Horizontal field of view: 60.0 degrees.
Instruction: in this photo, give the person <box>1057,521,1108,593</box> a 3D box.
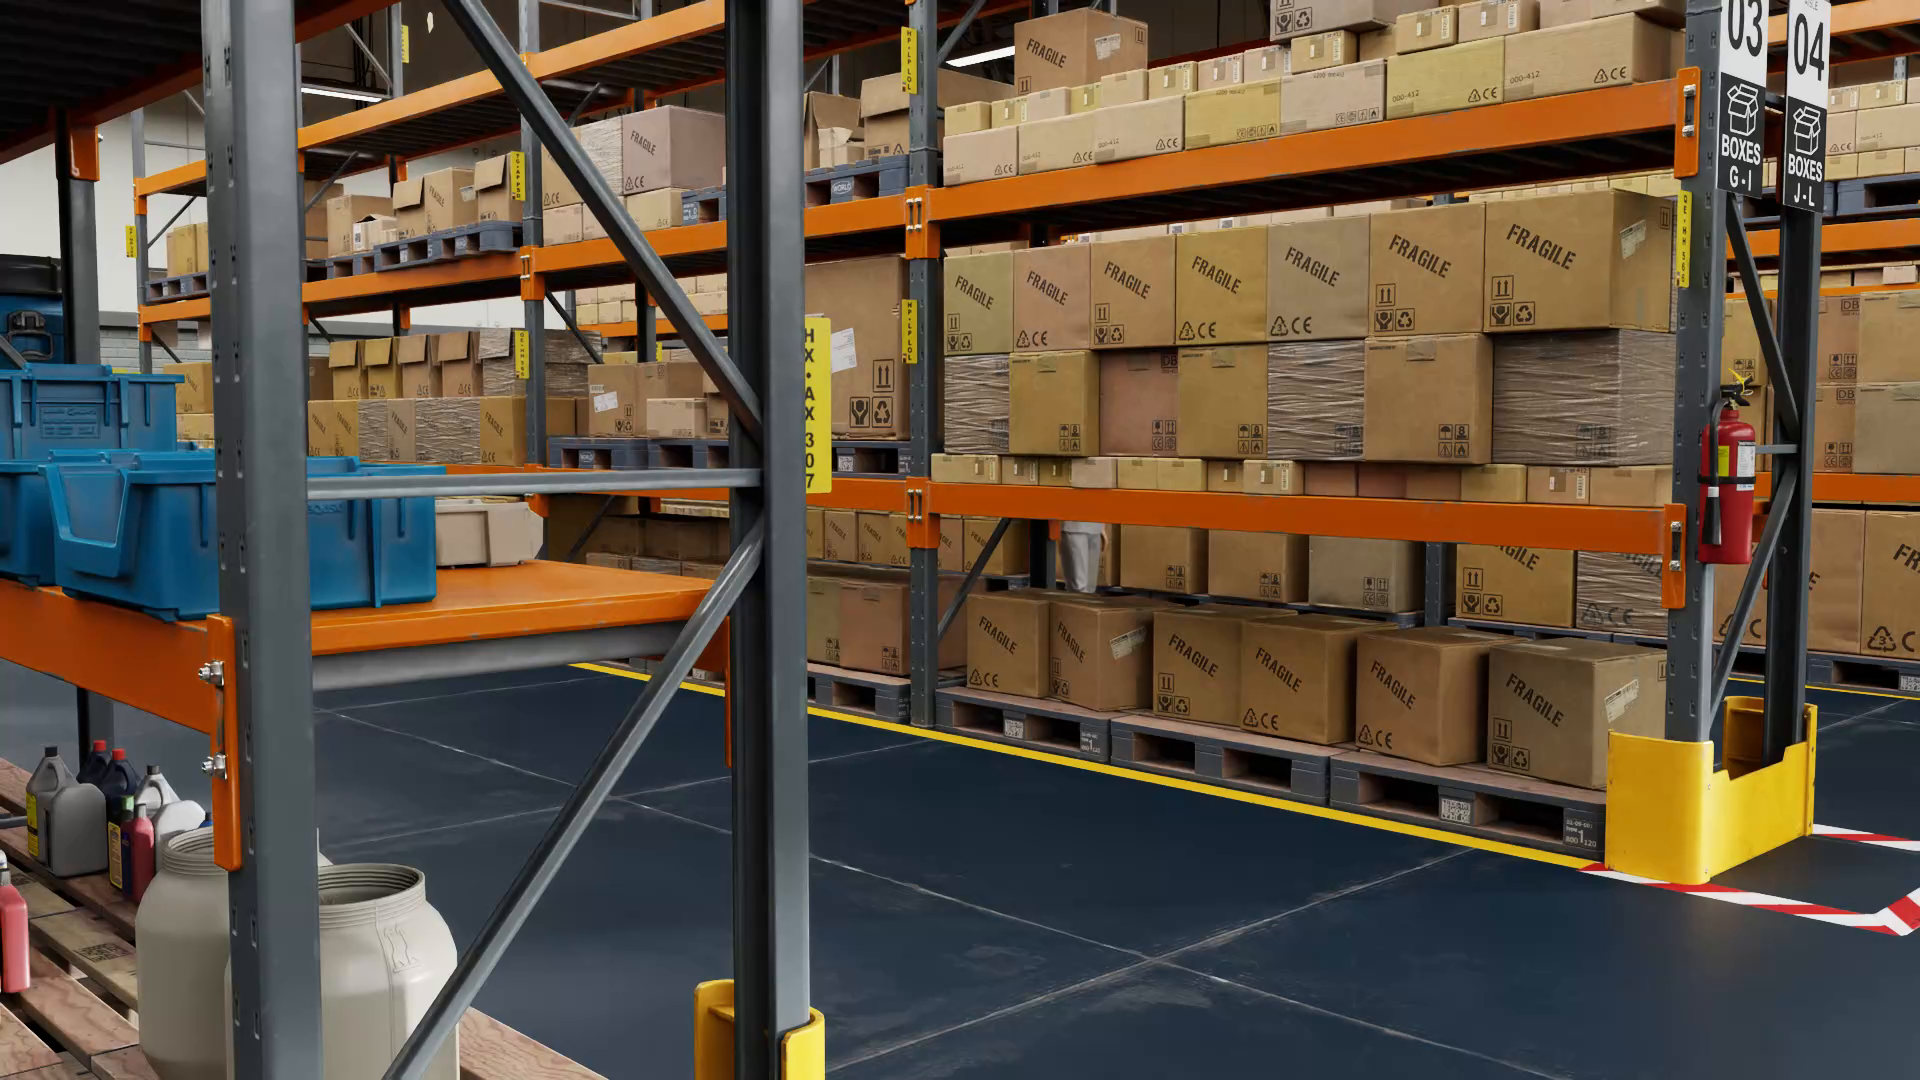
[{"bbox_3d":[0.842,-0.029,11.542,0.442,1.683,0.417,-4,5,-42],"label":"person"}]
